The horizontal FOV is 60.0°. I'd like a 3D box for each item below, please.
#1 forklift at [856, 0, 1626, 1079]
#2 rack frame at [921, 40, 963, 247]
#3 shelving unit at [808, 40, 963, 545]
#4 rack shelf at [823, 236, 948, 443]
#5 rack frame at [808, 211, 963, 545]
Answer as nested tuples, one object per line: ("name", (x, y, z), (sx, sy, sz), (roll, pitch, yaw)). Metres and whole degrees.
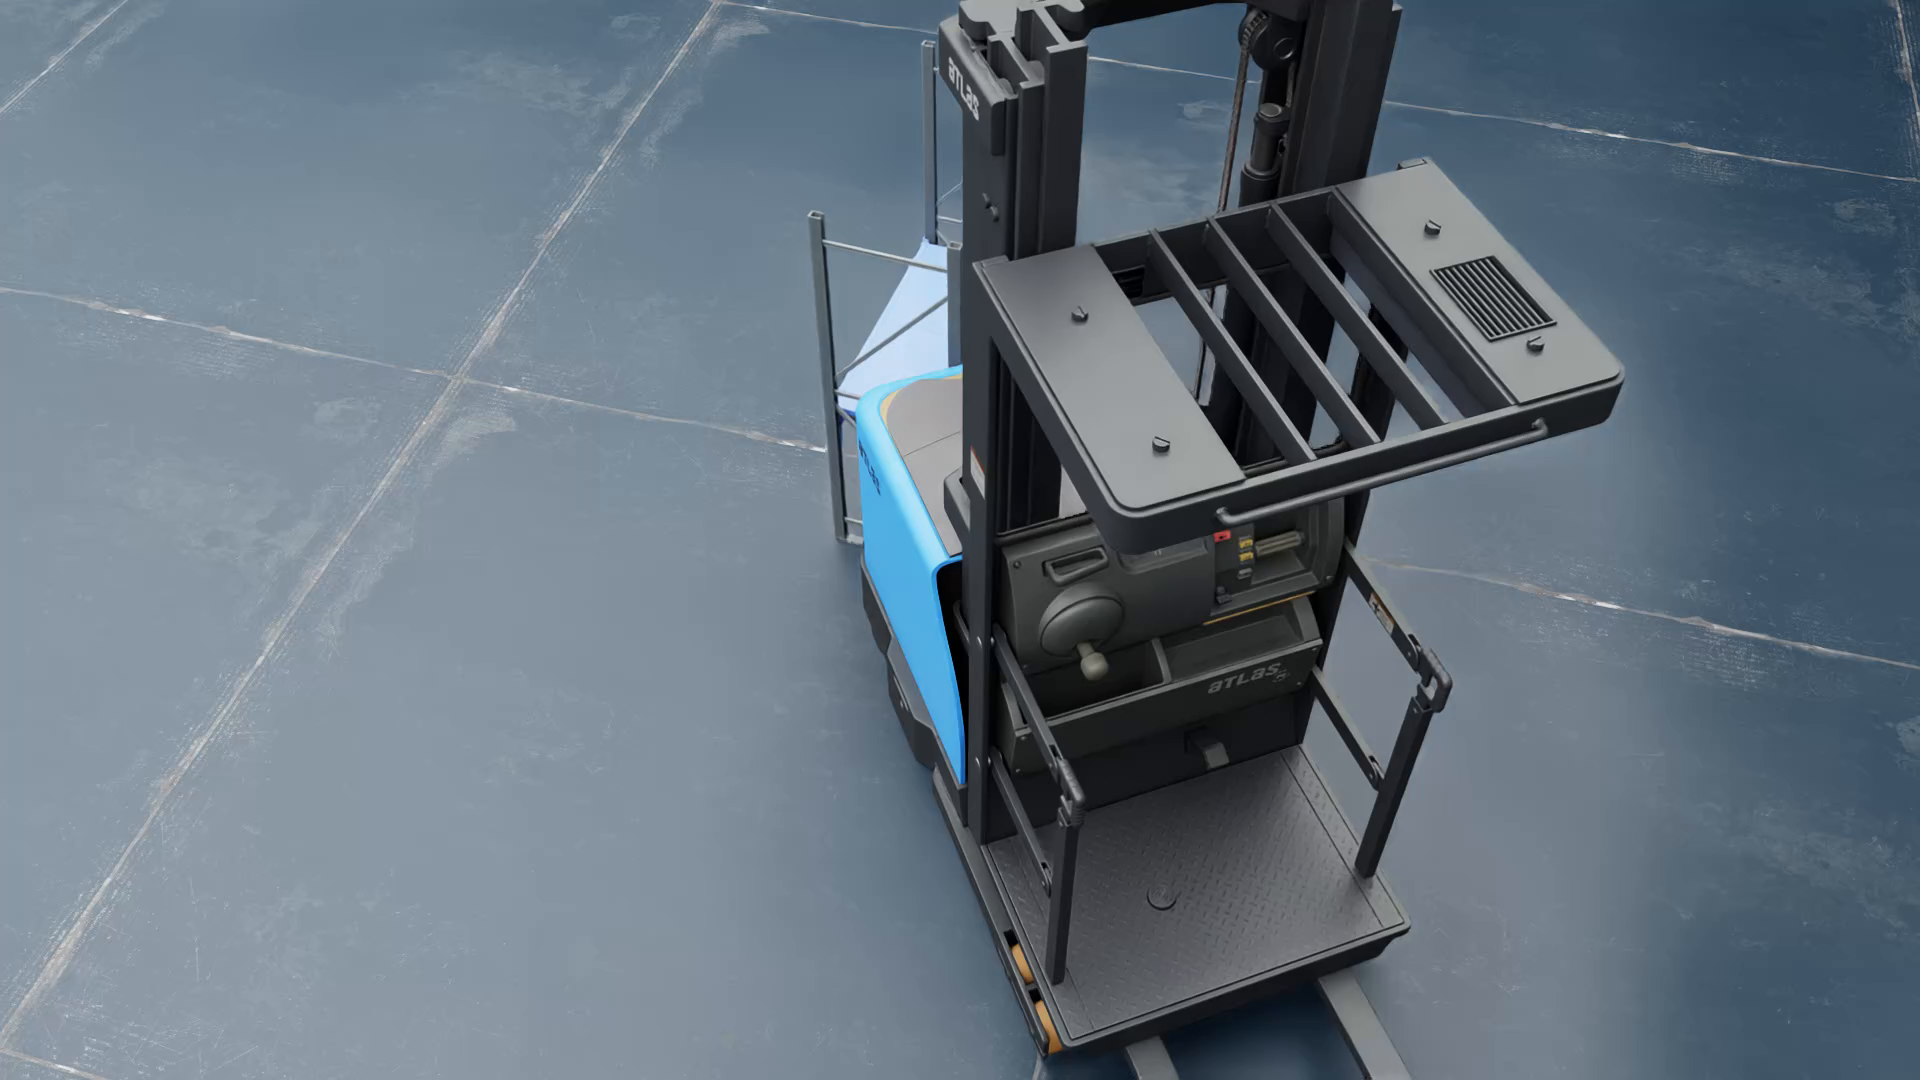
("forklift", (0.637, 0.183, 4.134), (1.130, 2.935, 3.031), (-15, 50, -13))
("rack frame", (0.106, -1.172, 6.284), (0.500, 1.500, 0.032), (15, 50, 13))
("shelving unit", (-0.062, -0.812, 5.966), (0.538, 1.500, 1.048), (15, 50, 13))
("rack shelf", (-0.062, -0.693, 6.101), (0.538, 0.185, 1.000), (15, 50, 13))
("rack frame", (-0.230, -0.452, 5.649), (0.500, 1.500, 0.032), (15, 50, 13))
